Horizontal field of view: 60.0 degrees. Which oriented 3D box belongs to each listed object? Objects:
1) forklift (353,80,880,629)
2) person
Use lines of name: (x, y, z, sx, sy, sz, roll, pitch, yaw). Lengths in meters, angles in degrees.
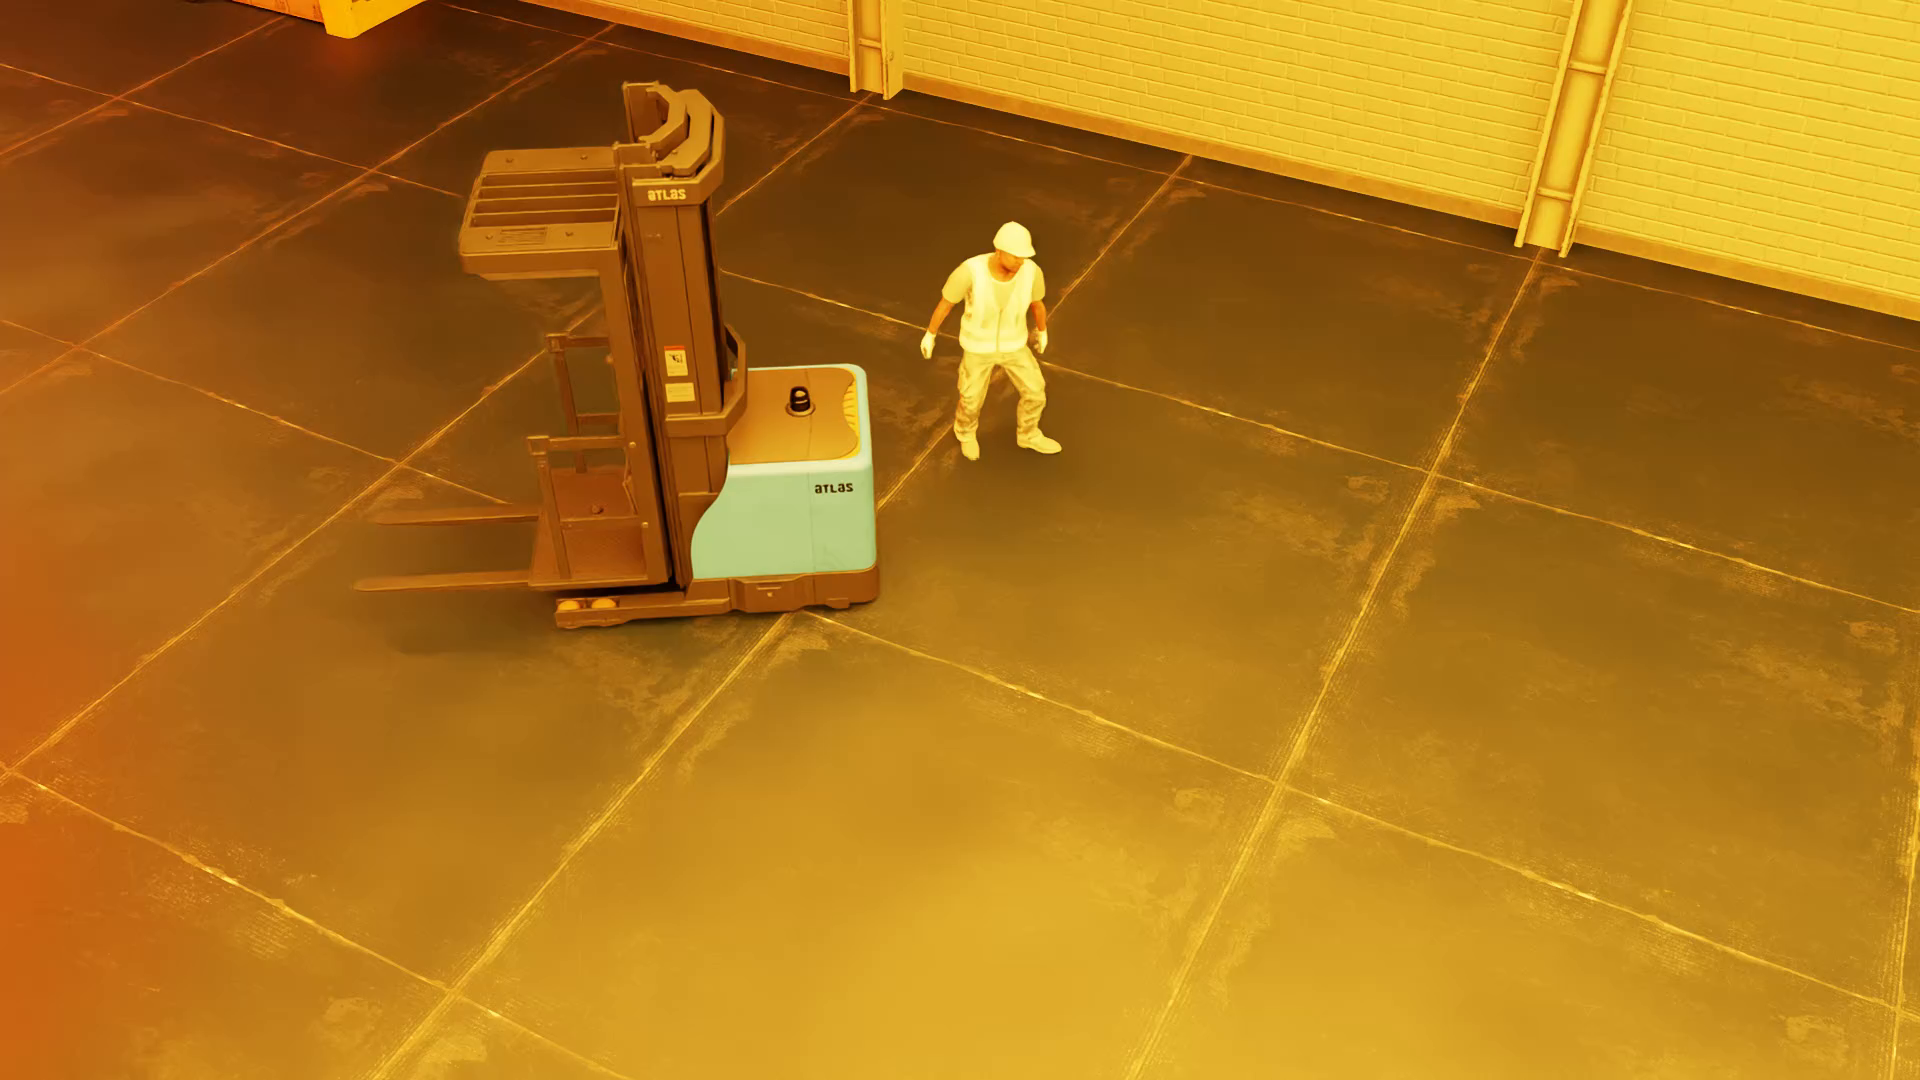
forklift: (-2.017, -0.963, 9.130, 3.031, 2.935, 1.130, -3, 40, -4)
person: (0.211, -1.228, 10.403, 0.902, 1.747, 0.464, -6, 40, -7)
